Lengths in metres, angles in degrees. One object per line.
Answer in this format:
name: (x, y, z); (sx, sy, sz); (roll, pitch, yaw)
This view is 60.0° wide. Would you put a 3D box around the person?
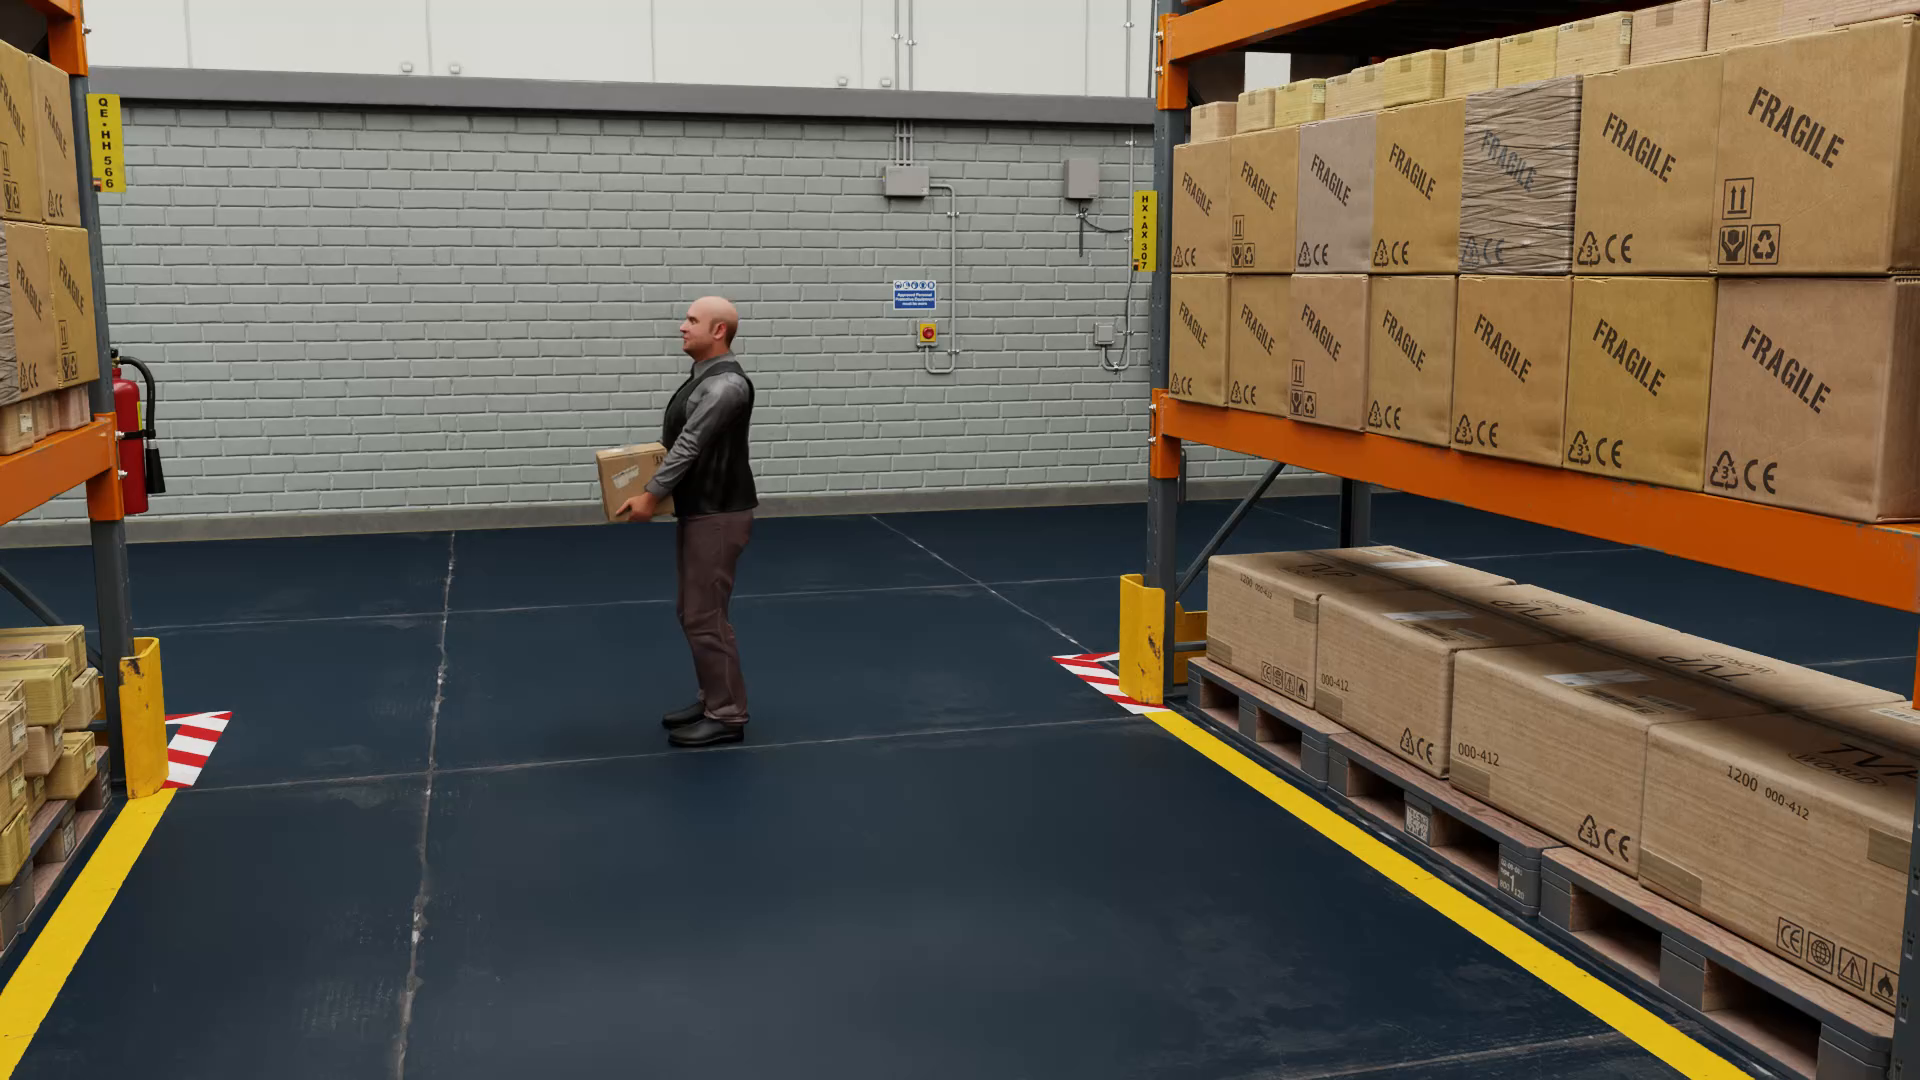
person: (-1.060, -0.075, 6.432); (0.547, 1.718, 0.495); (-3, 10, -16)
